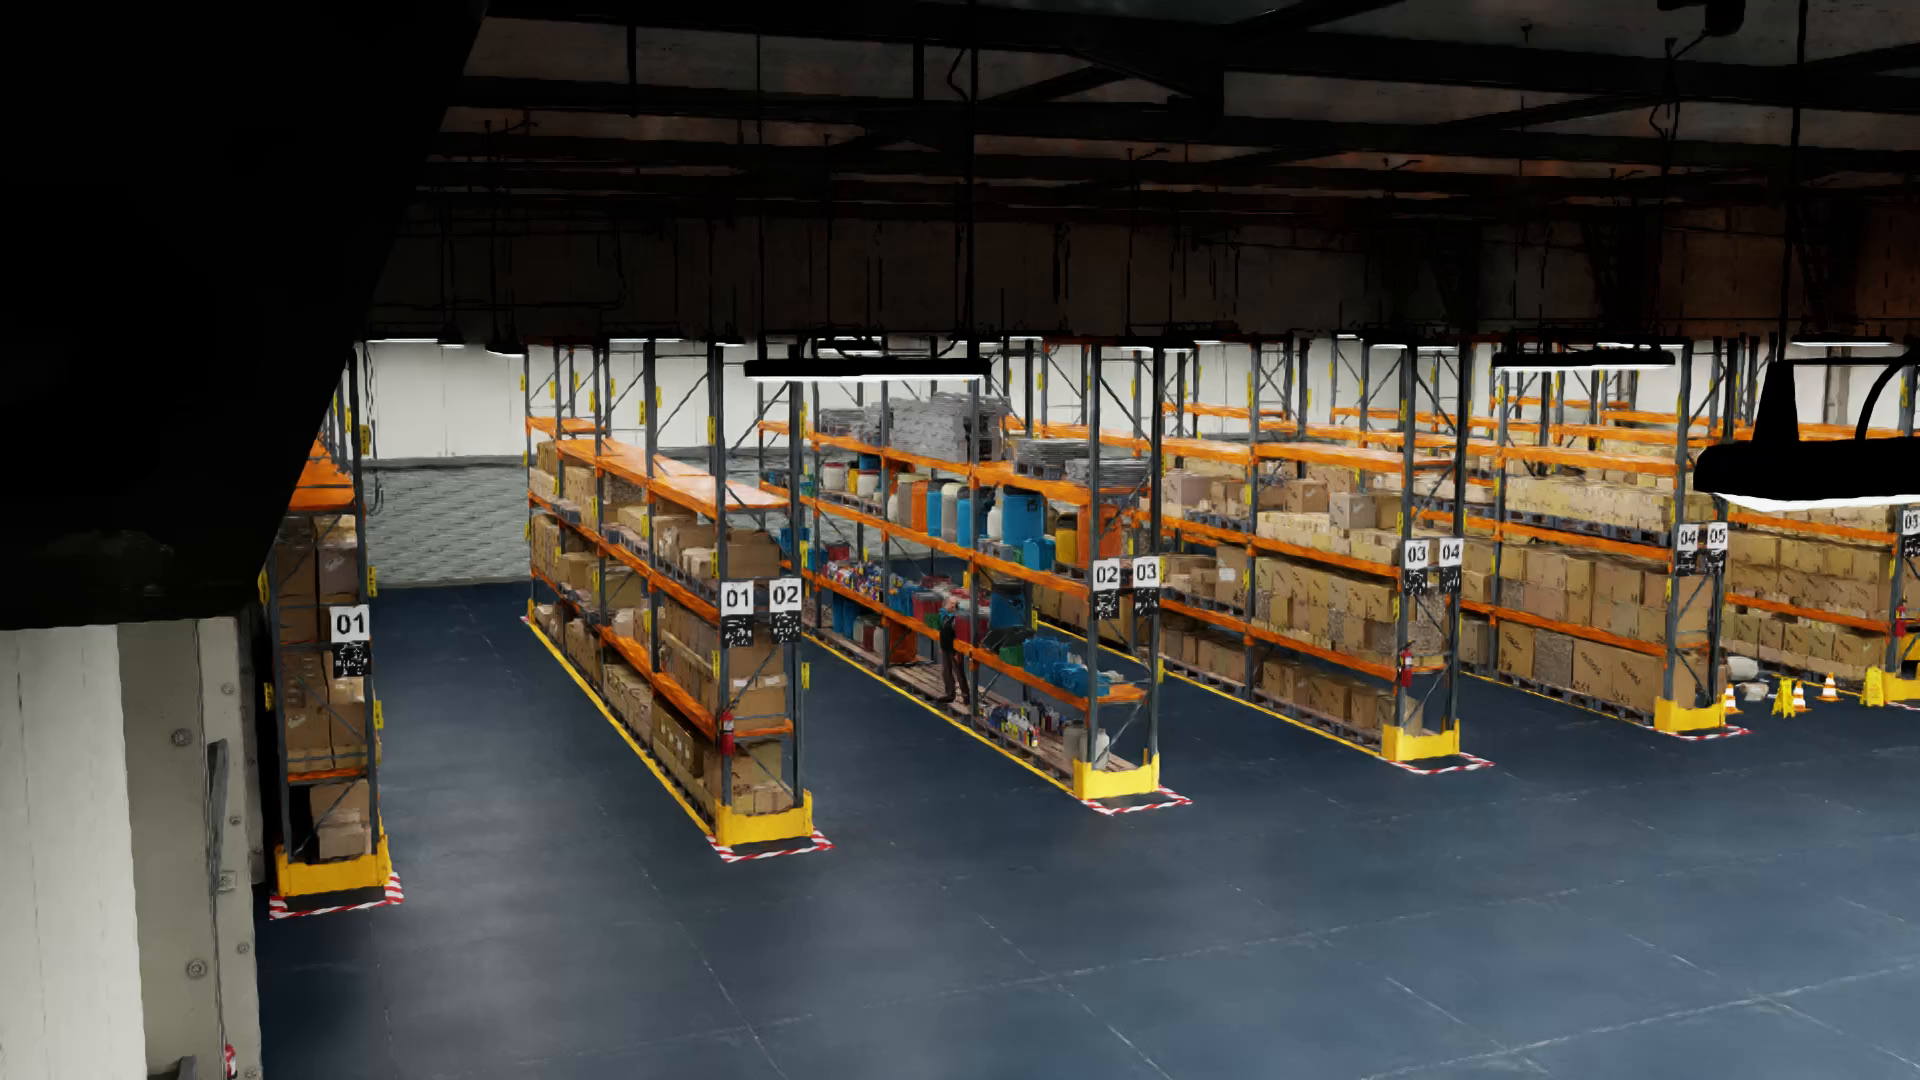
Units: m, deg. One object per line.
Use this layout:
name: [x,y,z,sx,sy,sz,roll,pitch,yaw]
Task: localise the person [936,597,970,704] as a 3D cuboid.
person: [-0.088,1.760,26.557,0.485,1.715,0.595,-4,9,-30]
